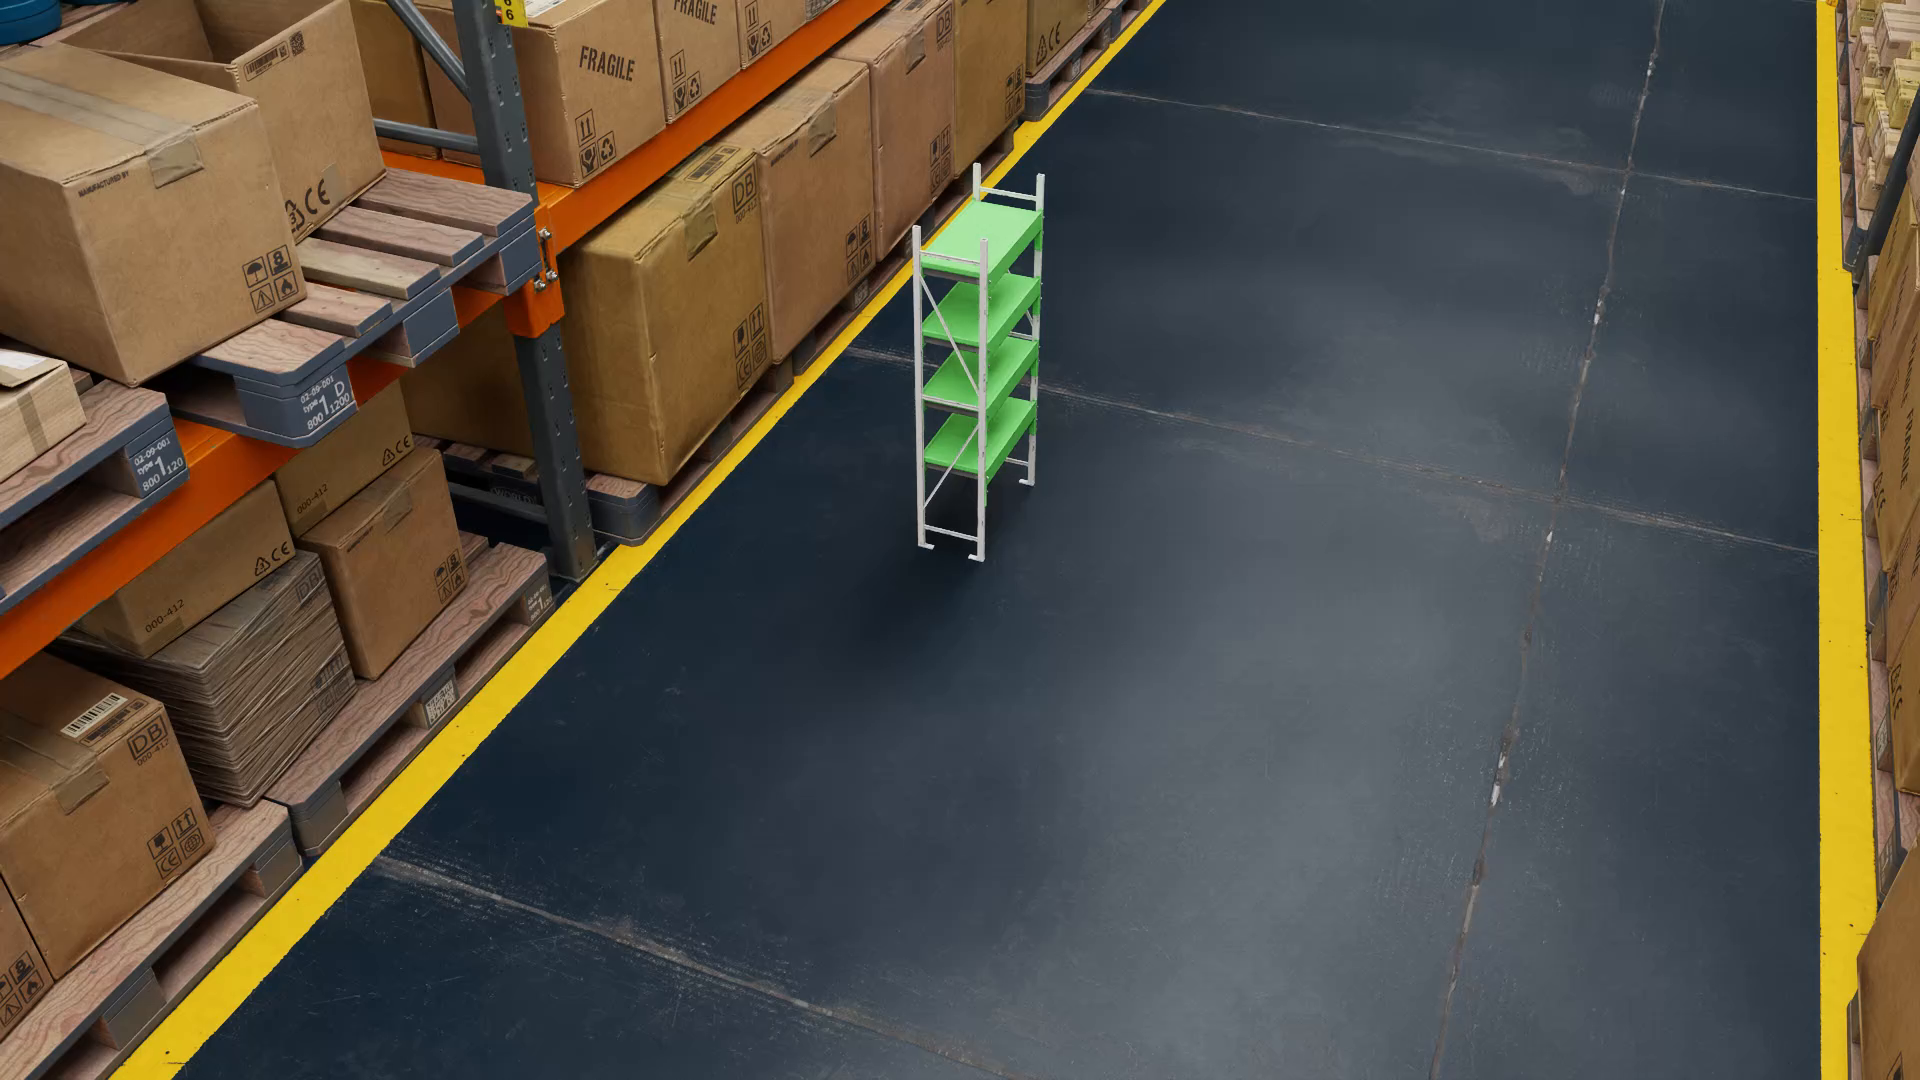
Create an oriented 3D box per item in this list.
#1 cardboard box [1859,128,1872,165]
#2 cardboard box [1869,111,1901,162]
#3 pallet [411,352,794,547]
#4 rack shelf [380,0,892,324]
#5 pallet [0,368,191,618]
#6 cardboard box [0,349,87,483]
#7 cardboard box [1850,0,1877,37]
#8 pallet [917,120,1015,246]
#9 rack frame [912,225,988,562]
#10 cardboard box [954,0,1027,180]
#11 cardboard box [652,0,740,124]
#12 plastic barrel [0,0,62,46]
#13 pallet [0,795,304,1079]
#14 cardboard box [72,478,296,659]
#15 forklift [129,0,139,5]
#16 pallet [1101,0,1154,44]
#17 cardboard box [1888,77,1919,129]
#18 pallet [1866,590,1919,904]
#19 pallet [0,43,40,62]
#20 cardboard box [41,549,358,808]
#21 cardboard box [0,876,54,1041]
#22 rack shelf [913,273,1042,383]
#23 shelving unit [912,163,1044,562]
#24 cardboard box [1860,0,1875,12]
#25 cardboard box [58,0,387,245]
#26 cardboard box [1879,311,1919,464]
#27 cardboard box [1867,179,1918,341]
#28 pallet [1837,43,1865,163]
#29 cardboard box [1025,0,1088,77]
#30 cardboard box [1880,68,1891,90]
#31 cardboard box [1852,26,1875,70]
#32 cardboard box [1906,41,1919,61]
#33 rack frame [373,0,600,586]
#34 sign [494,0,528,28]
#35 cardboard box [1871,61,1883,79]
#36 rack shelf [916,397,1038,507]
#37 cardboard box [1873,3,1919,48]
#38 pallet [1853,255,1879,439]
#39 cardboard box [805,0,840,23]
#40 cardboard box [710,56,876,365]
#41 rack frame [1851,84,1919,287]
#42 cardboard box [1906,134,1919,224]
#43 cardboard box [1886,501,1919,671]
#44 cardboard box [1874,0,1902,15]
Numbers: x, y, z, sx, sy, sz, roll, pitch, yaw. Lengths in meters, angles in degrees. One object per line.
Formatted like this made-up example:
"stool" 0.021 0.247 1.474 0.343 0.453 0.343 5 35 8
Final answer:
"cardboard box" 4.414 -1.834 7.728 0.380 0.149 0.250 13 39 16
"cardboard box" 4.280 -1.772 7.397 0.380 0.149 0.250 12 38 16
"pallet" -1.338 -0.500 6.243 1.003 0.211 1.213 14 39 18
"rack shelf" -0.946 -2.017 6.544 1.077 0.370 4.000 14 39 18
"pallet" -2.423 -0.016 3.426 1.003 0.211 1.213 14 39 18
"cardboard box" -2.092 -0.328 3.444 0.396 0.266 0.258 13 39 16
"cardboard box" 5.079 -2.831 9.063 0.380 0.149 0.250 14 39 18
"pallet" -0.409 -1.851 8.051 1.003 0.211 1.213 14 39 18
"rack frame" -0.030 -0.437 5.333 0.240 1.200 0.015 14 39 18
"cardboard box" -0.410 -2.371 7.841 1.225 0.875 0.875 14 39 18
"cardboard box" -1.077 -1.731 5.477 0.500 0.500 0.500 13 39 17
"plastic barrel" -5.258 -3.179 8.900 0.600 0.901 0.708 14 39 18
"pallet" -2.472 1.024 4.203 1.003 0.211 1.213 14 39 18
"cardboard box" -2.127 0.000 4.338 0.500 0.250 0.500 18 40 23
"forklift" -2.787 -2.475 6.613 1.130 2.935 3.031 15 39 19
"pallet" 0.639 -3.377 10.091 1.003 0.211 1.213 14 39 18
"cardboard box" 4.318 -1.898 7.318 0.380 0.149 0.250 14 39 18
"pallet" 3.140 0.672 4.674 1.003 0.211 1.213 14 39 18
"pallet" -5.561 -2.329 8.689 1.003 0.211 1.213 14 39 18
"cardboard box" -2.143 0.312 4.547 0.700 0.500 0.500 11 38 14
"cardboard box" -2.564 0.937 3.711 0.700 0.500 0.500 11 38 14
"rack shelf" 0.063 -0.713 5.408 0.258 0.148 0.480 14 39 18
"shelving unit" 0.063 -0.572 5.513 0.258 1.200 0.503 14 39 18
"cardboard box" 5.083 -2.944 8.965 0.380 0.149 0.250 15 39 19
"cardboard box" -1.876 -1.098 4.280 0.500 0.500 0.500 9 38 12
"cardboard box" 3.450 -0.459 5.595 0.500 0.500 0.500 15 39 19
"cardboard box" 3.837 -1.045 6.380 0.500 0.500 0.500 15 39 19
"pallet" 5.049 -2.168 8.474 1.003 0.211 1.213 14 39 18
"cardboard box" 0.140 -3.077 8.785 0.875 0.875 0.875 14 39 18
"cardboard box" 4.631 -2.186 7.951 0.380 0.149 0.250 15 39 19
"cardboard box" 4.895 -2.550 8.687 0.380 0.149 0.250 12 38 16
"cardboard box" 4.577 -2.164 7.673 0.380 0.149 0.250 15 39 19
"rack frame" -1.707 -1.198 4.847 1.000 3.000 0.127 14 39 18
"sign" -1.202 -1.512 4.366 0.100 0.325 0.005 14 39 18
"cardboard box" 4.752 -2.250 8.285 0.380 0.149 0.250 15 39 19
"rack shelf" 0.063 -0.329 5.695 0.258 0.148 0.480 14 39 18
"cardboard box" 4.686 -2.487 8.105 0.380 0.149 0.250 13 39 16
"pallet" 4.068 -0.679 6.482 1.003 0.211 1.213 14 39 18
"cardboard box" -0.693 -2.292 6.228 0.500 0.500 0.500 14 39 18
"cardboard box" -1.079 -1.384 6.521 1.225 0.875 0.875 14 39 18
"rack frame" 4.363 -2.227 6.224 1.000 3.000 0.127 14 39 18
"cardboard box" 3.838 -1.345 6.155 0.500 0.250 0.500 12 38 16
"cardboard box" 3.051 0.110 4.834 0.500 0.500 0.500 15 39 20
"cardboard box" 4.889 -2.760 8.471 0.380 0.149 0.250 14 39 18
